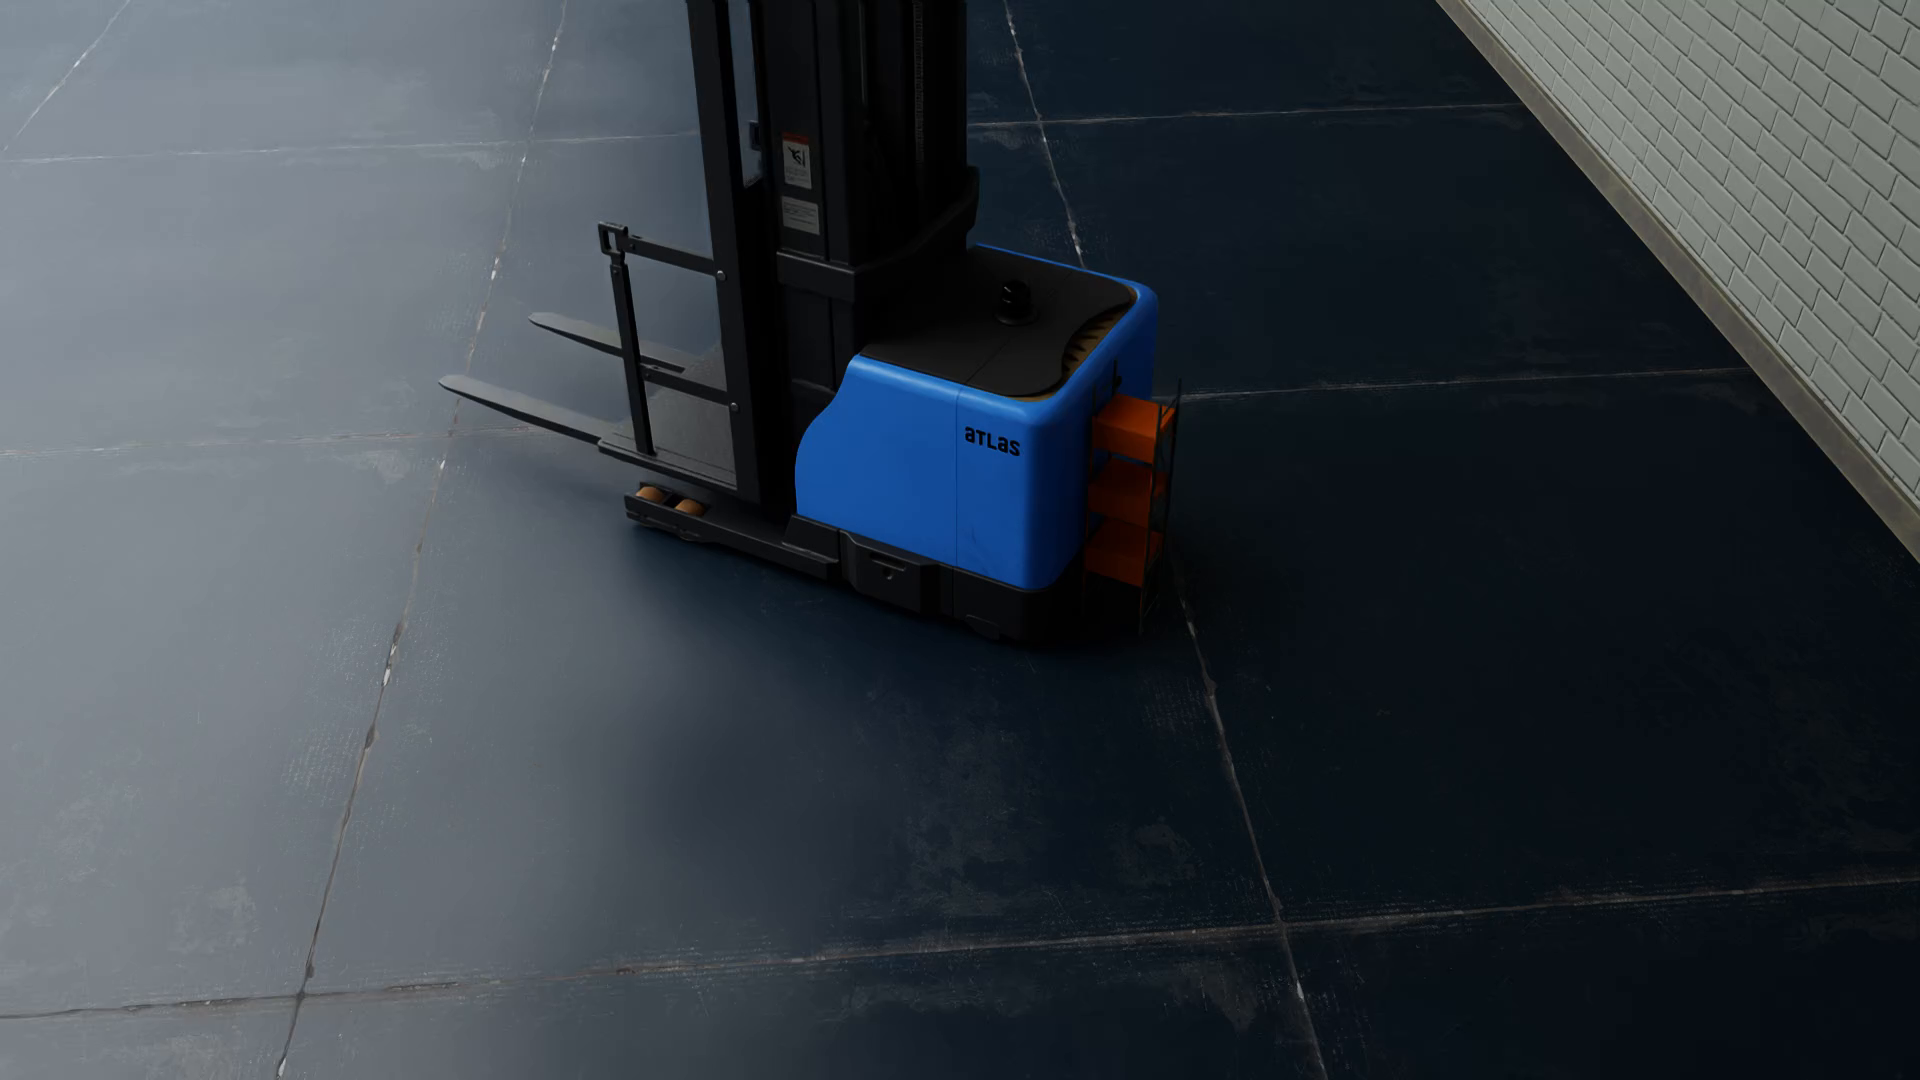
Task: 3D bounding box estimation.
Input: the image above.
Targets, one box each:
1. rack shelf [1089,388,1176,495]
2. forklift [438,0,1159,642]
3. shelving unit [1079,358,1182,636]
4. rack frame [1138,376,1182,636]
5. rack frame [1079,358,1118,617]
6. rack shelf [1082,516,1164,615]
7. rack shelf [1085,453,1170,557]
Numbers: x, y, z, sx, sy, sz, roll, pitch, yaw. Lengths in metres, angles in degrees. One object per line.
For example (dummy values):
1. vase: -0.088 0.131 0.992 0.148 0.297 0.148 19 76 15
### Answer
1. rack shelf: 0.615 -0.352 5.908 0.240 0.259 0.215 18 42 21
2. forklift: -0.788 -1.416 6.179 3.031 2.935 1.130 18 42 21
3. shelving unit: 0.615 -0.138 6.077 0.252 1.050 0.215 18 42 21
4. rack frame: 0.724 -0.103 6.033 0.008 1.050 0.200 18 42 21
5. rack frame: 0.507 -0.173 6.122 0.008 1.050 0.200 18 42 21
6. rack shelf: 0.615 0.089 6.256 0.240 0.259 0.215 18 42 21
7. rack shelf: 0.615 -0.130 6.084 0.240 0.259 0.215 18 42 21
